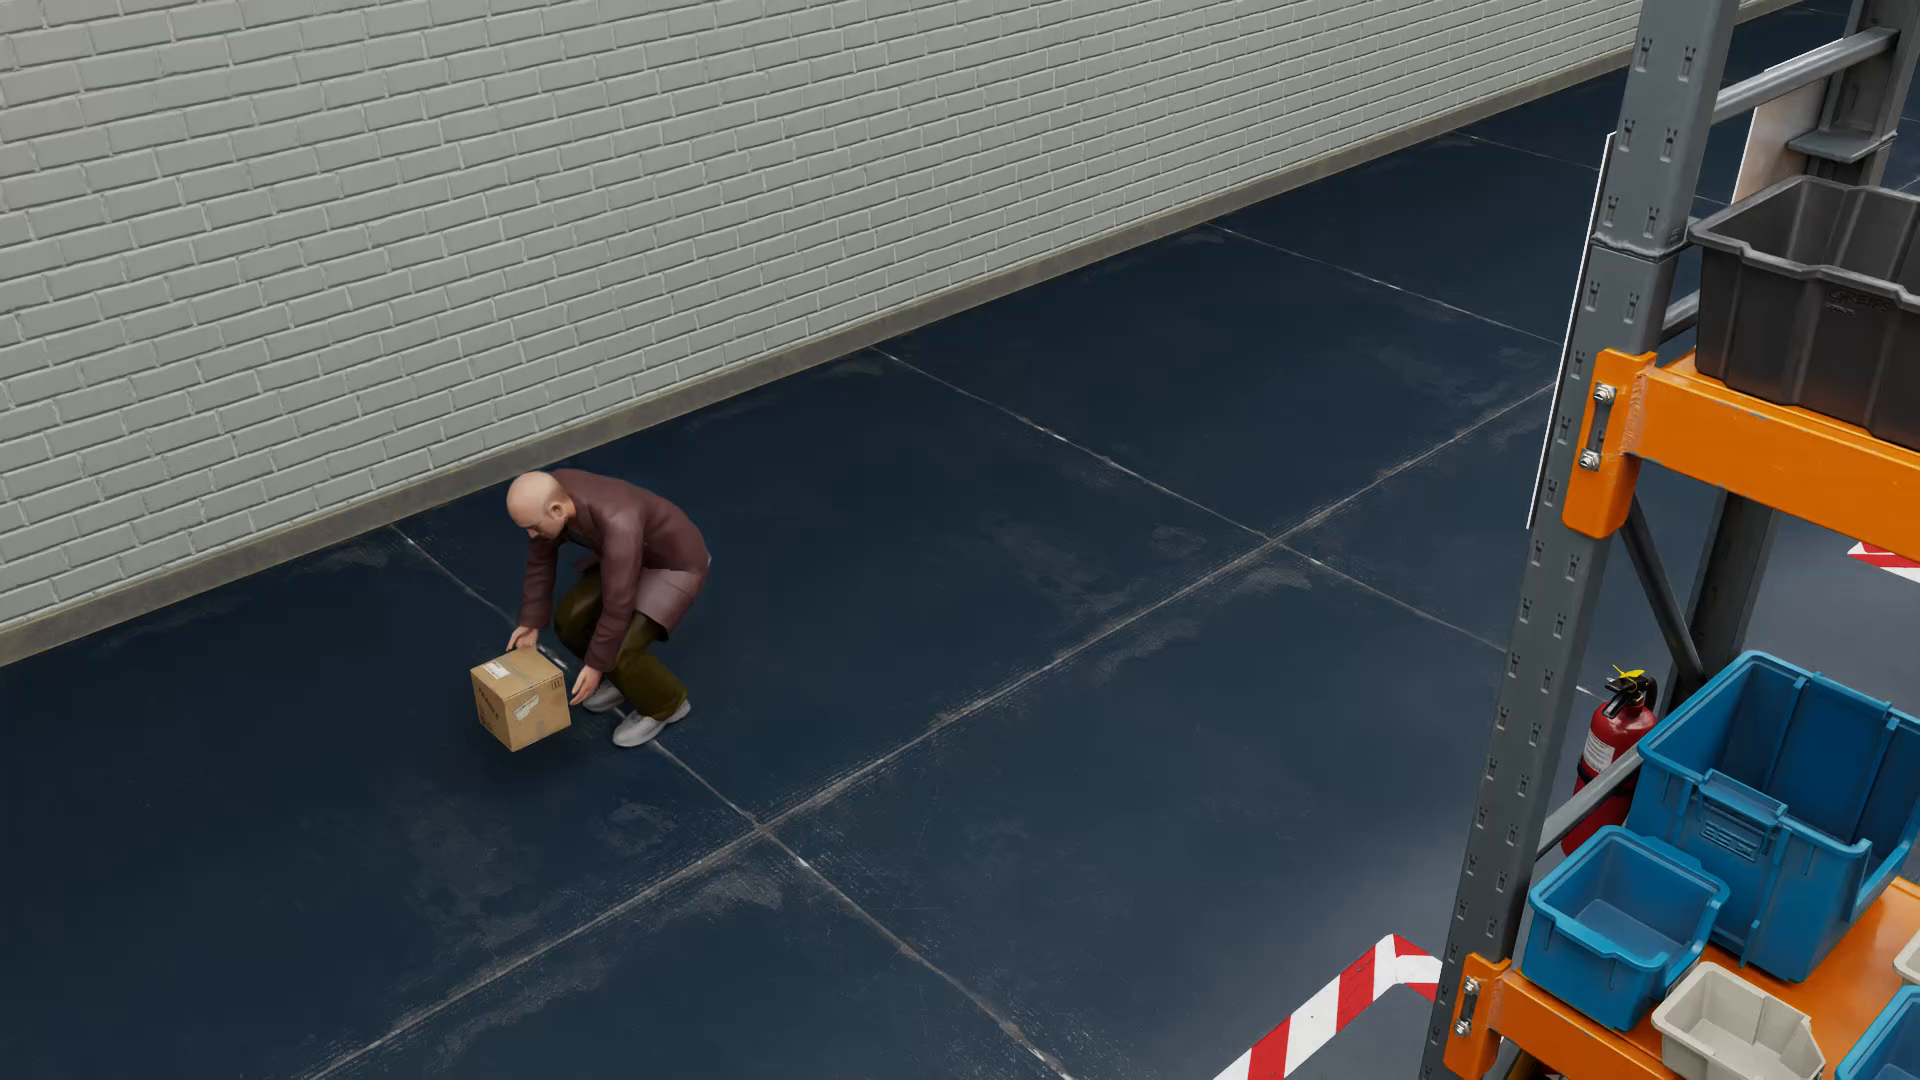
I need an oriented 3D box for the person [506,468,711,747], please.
[{"bbox_3d":[-1.306,0.190,6.348,0.796,1.249,0.631,-26,40,-35],"label":"person"}]
